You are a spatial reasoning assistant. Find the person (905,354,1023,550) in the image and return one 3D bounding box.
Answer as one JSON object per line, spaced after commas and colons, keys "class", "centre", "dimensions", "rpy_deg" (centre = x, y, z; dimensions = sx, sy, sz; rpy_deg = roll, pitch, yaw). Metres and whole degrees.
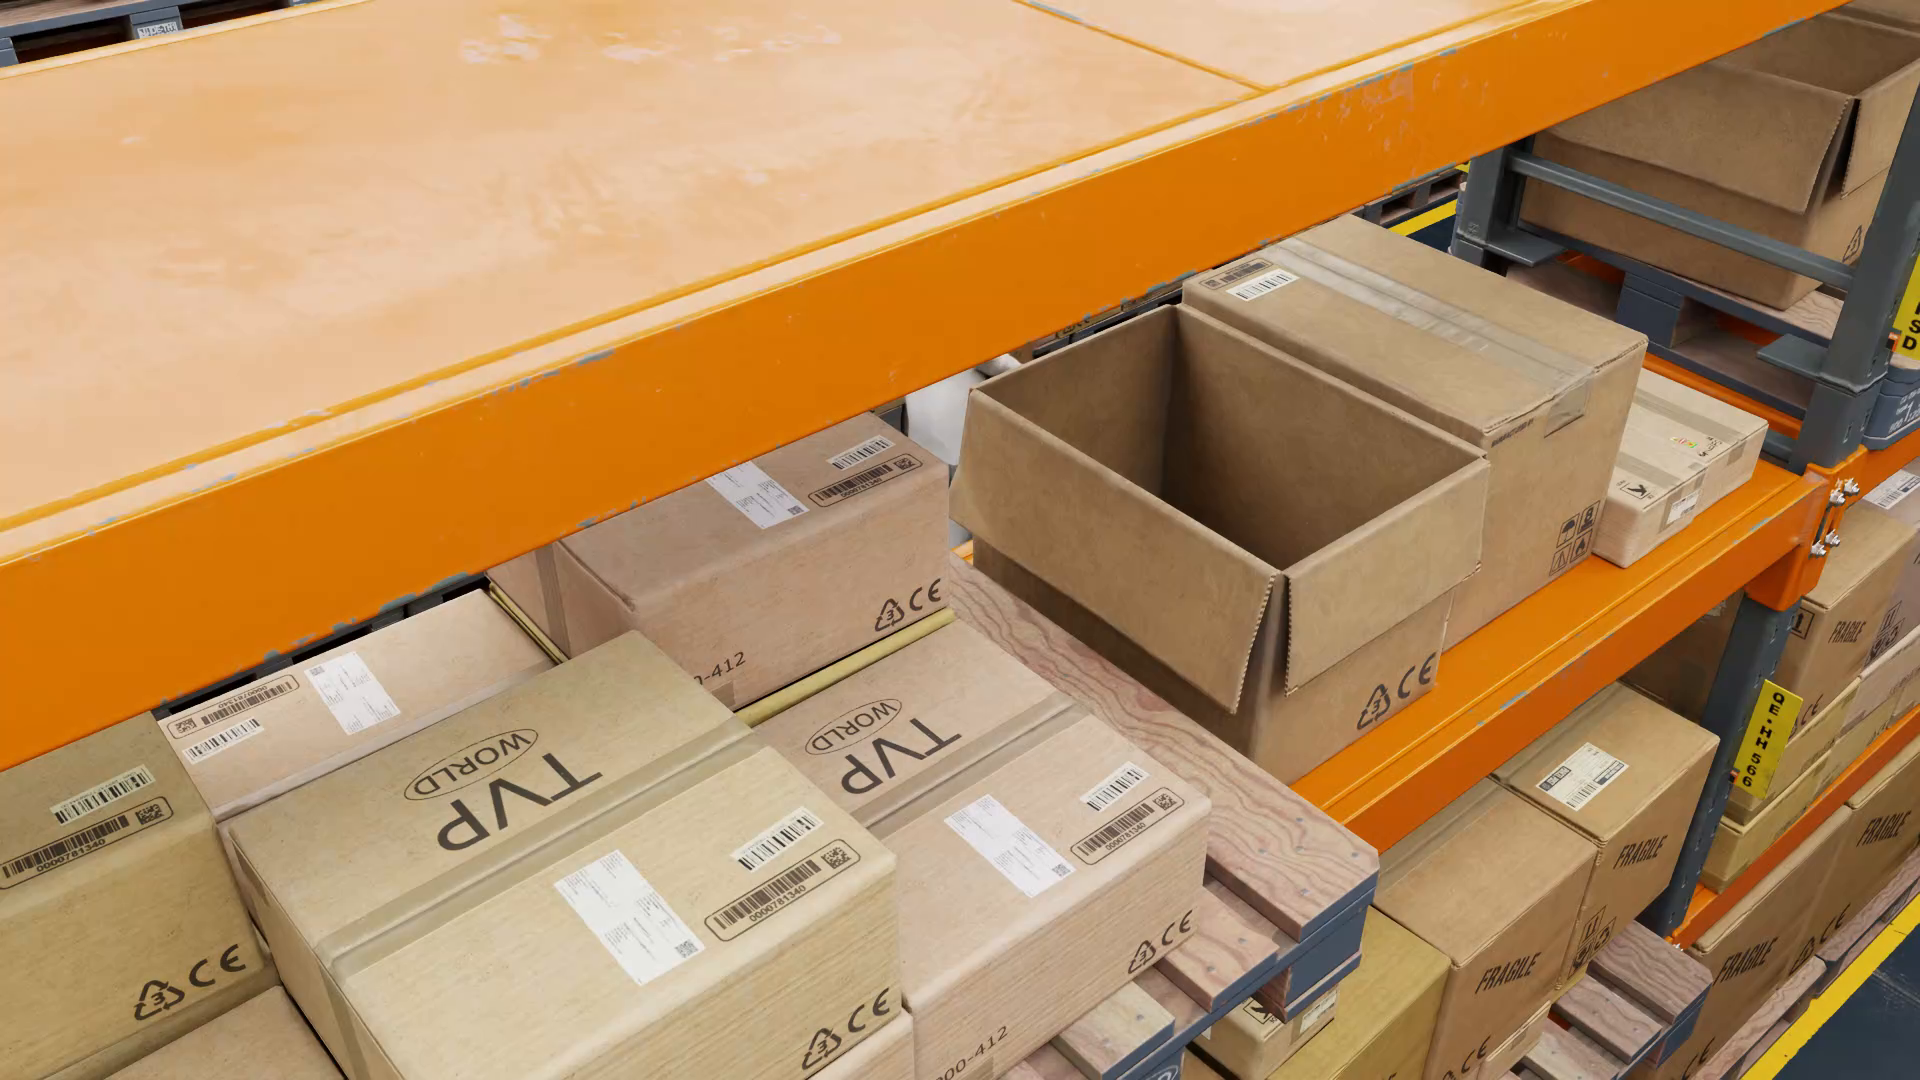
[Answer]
{"class": "person", "centre": [0.012, -0.669, 7.604], "dimensions": [0.554, 1.769, 0.531], "rpy_deg": [-26, 43, -32]}
